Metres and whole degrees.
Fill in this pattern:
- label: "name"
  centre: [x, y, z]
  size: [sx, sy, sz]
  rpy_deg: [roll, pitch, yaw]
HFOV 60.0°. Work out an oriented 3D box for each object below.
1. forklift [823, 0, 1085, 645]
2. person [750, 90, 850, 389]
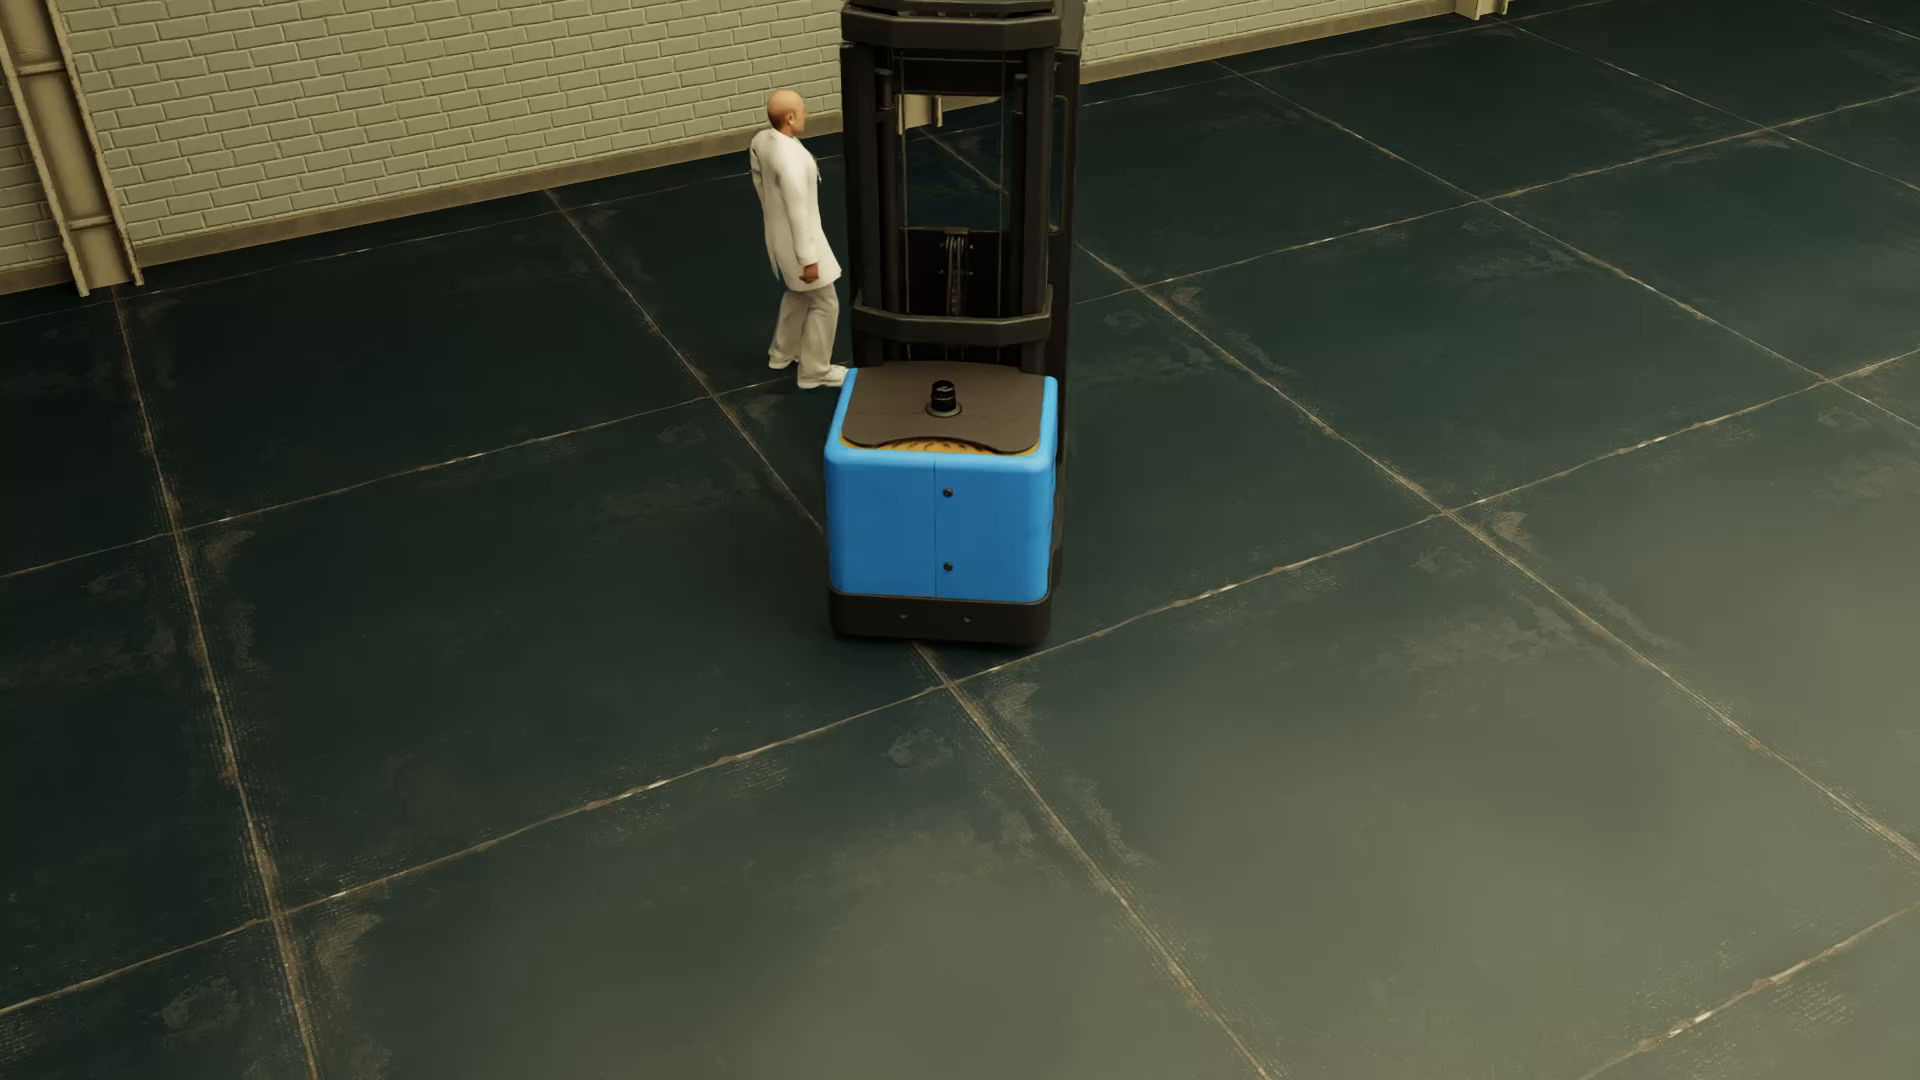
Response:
- label: "forklift"
  centre: [0.022, -1.536, 8.296]
  size: [1.130, 2.935, 3.031]
  rpy_deg: [3, 35, 4]
- label: "person"
  centre: [-0.911, -1.750, 9.615]
  size: [0.440, 1.766, 0.724]
  rpy_deg: [-16, 38, -21]
